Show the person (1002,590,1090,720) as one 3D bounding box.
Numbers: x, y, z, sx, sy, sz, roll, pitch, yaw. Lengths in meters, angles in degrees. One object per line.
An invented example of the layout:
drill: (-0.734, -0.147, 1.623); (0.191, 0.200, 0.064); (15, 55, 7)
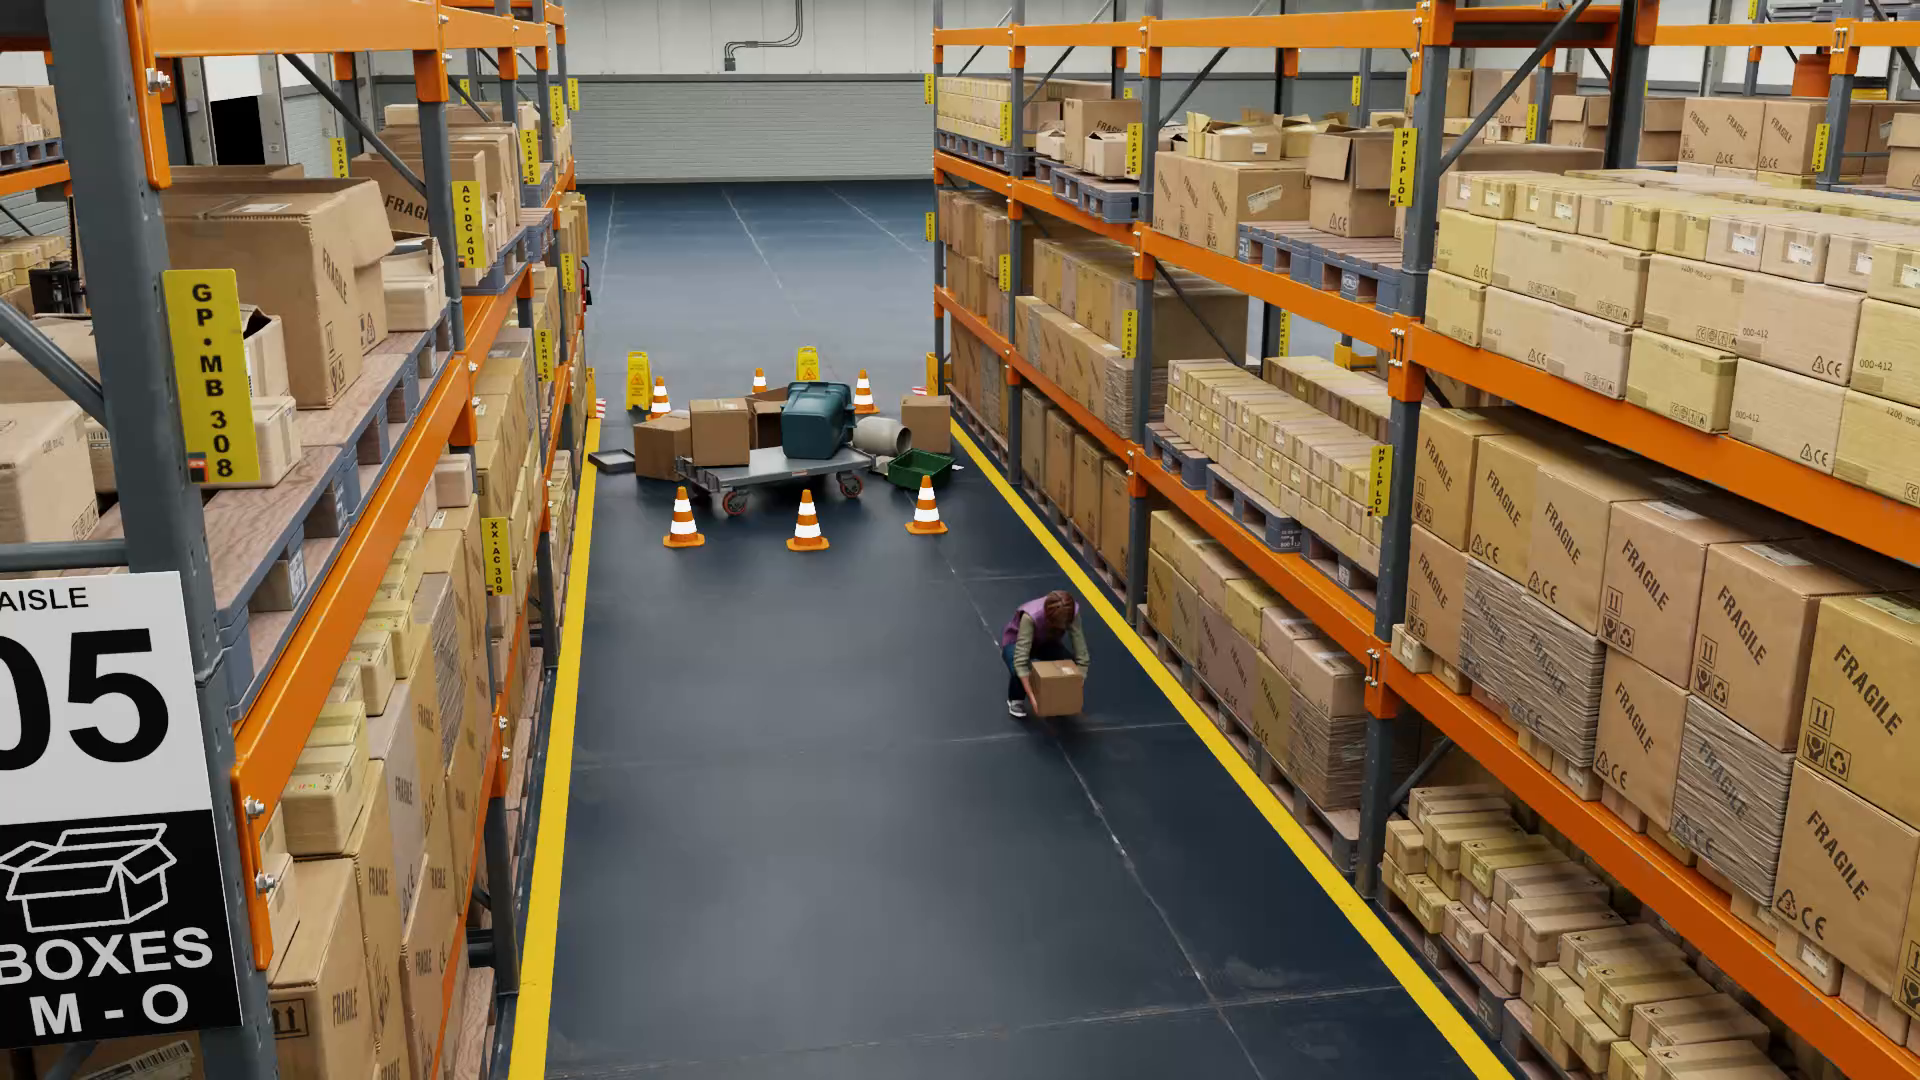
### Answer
person: (0.509, 0.665, 10.080); (0.460, 0.888, 0.810); (-3, 17, -11)
